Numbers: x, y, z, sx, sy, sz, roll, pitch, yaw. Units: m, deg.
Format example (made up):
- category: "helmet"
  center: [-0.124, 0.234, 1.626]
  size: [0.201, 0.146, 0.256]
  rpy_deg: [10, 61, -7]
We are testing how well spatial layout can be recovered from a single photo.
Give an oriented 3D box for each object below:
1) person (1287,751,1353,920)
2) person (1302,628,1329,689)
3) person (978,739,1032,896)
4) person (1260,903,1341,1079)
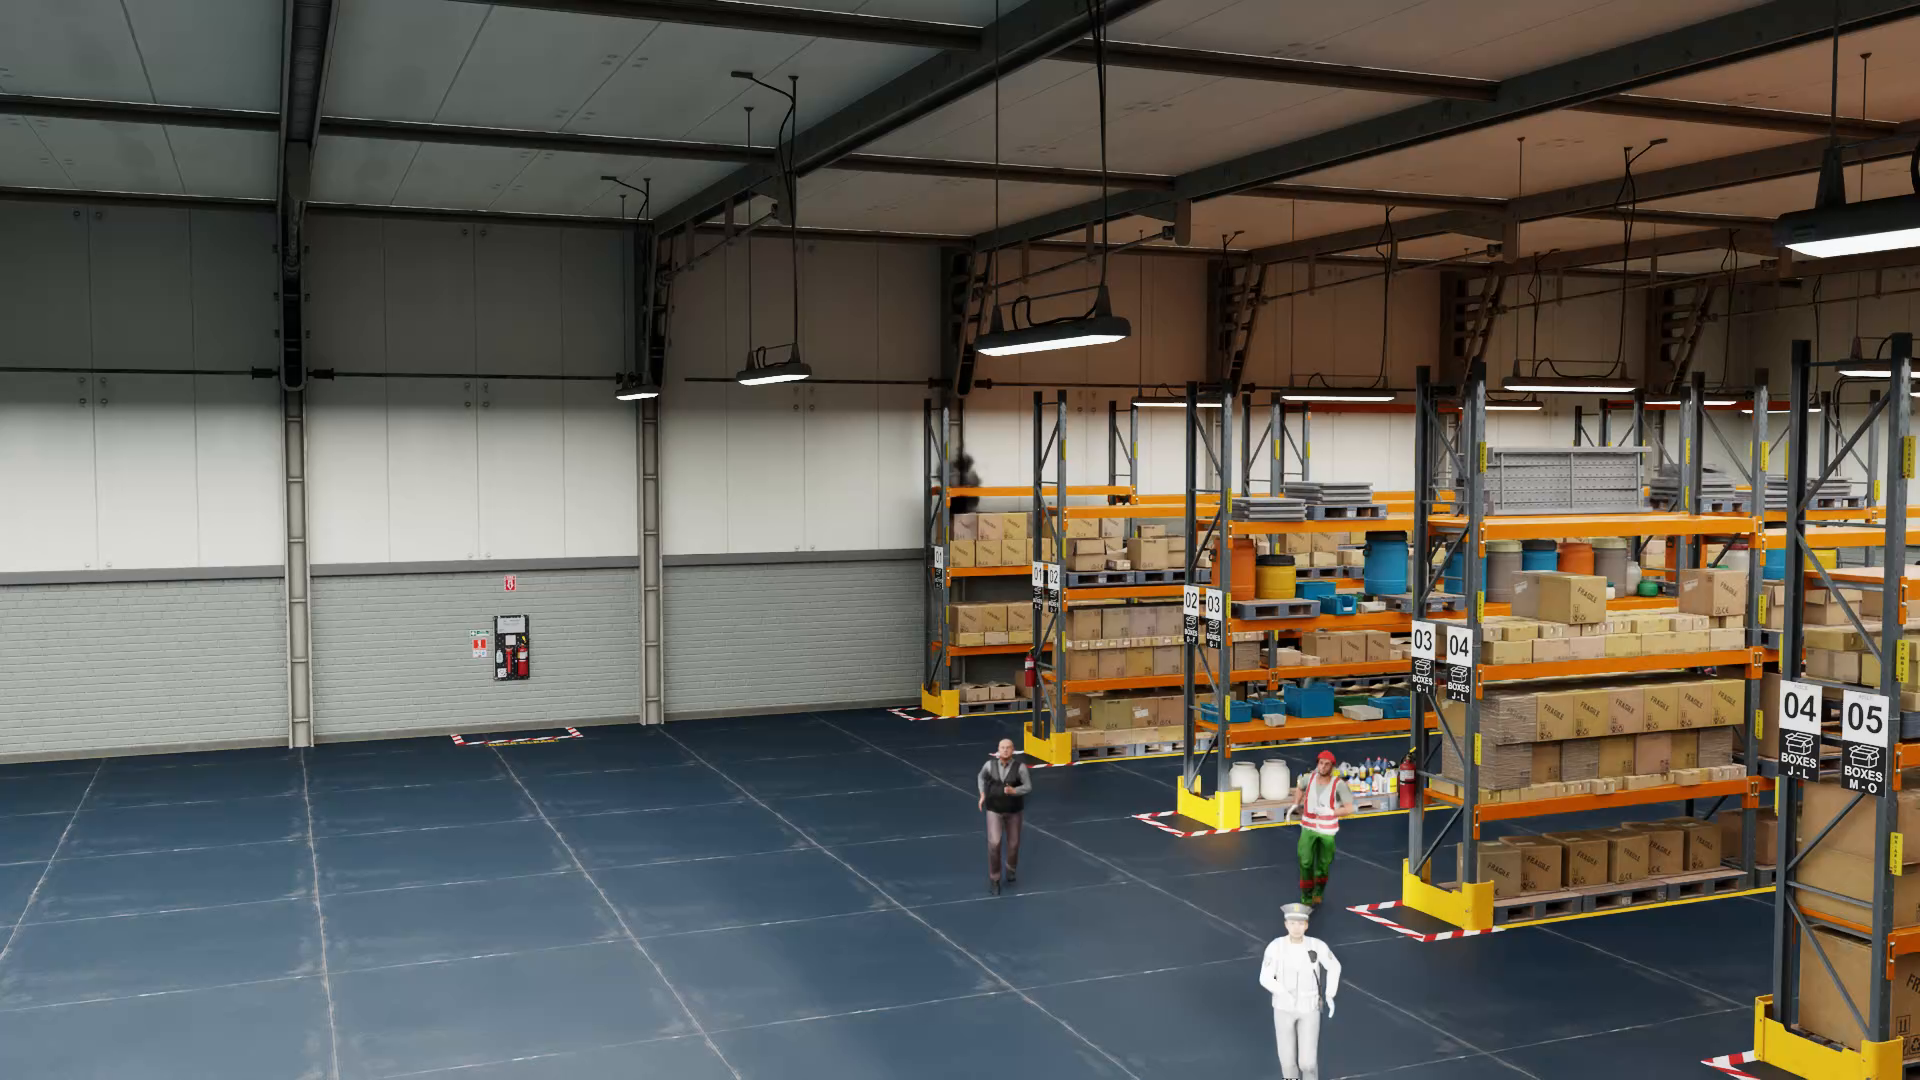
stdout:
- category: "person"
  center: [3.918, 3.200, 18.136]
  size: [0.727, 1.814, 0.806]
  rpy_deg: [1, 4, 17]
- category: "person"
  center: [6.738, 2.492, 31.204]
  size: [0.766, 1.748, 0.549]
  rpy_deg: [-2, 4, -27]
- category: "person"
  center: [0.513, 3.181, 19.167]
  size: [0.624, 1.781, 0.759]
  rpy_deg: [0, 3, 1]
- category: "person"
  center: [2.567, 3.574, 12.605]
  size: [0.590, 1.660, 0.611]
  rpy_deg: [1, 4, 17]
